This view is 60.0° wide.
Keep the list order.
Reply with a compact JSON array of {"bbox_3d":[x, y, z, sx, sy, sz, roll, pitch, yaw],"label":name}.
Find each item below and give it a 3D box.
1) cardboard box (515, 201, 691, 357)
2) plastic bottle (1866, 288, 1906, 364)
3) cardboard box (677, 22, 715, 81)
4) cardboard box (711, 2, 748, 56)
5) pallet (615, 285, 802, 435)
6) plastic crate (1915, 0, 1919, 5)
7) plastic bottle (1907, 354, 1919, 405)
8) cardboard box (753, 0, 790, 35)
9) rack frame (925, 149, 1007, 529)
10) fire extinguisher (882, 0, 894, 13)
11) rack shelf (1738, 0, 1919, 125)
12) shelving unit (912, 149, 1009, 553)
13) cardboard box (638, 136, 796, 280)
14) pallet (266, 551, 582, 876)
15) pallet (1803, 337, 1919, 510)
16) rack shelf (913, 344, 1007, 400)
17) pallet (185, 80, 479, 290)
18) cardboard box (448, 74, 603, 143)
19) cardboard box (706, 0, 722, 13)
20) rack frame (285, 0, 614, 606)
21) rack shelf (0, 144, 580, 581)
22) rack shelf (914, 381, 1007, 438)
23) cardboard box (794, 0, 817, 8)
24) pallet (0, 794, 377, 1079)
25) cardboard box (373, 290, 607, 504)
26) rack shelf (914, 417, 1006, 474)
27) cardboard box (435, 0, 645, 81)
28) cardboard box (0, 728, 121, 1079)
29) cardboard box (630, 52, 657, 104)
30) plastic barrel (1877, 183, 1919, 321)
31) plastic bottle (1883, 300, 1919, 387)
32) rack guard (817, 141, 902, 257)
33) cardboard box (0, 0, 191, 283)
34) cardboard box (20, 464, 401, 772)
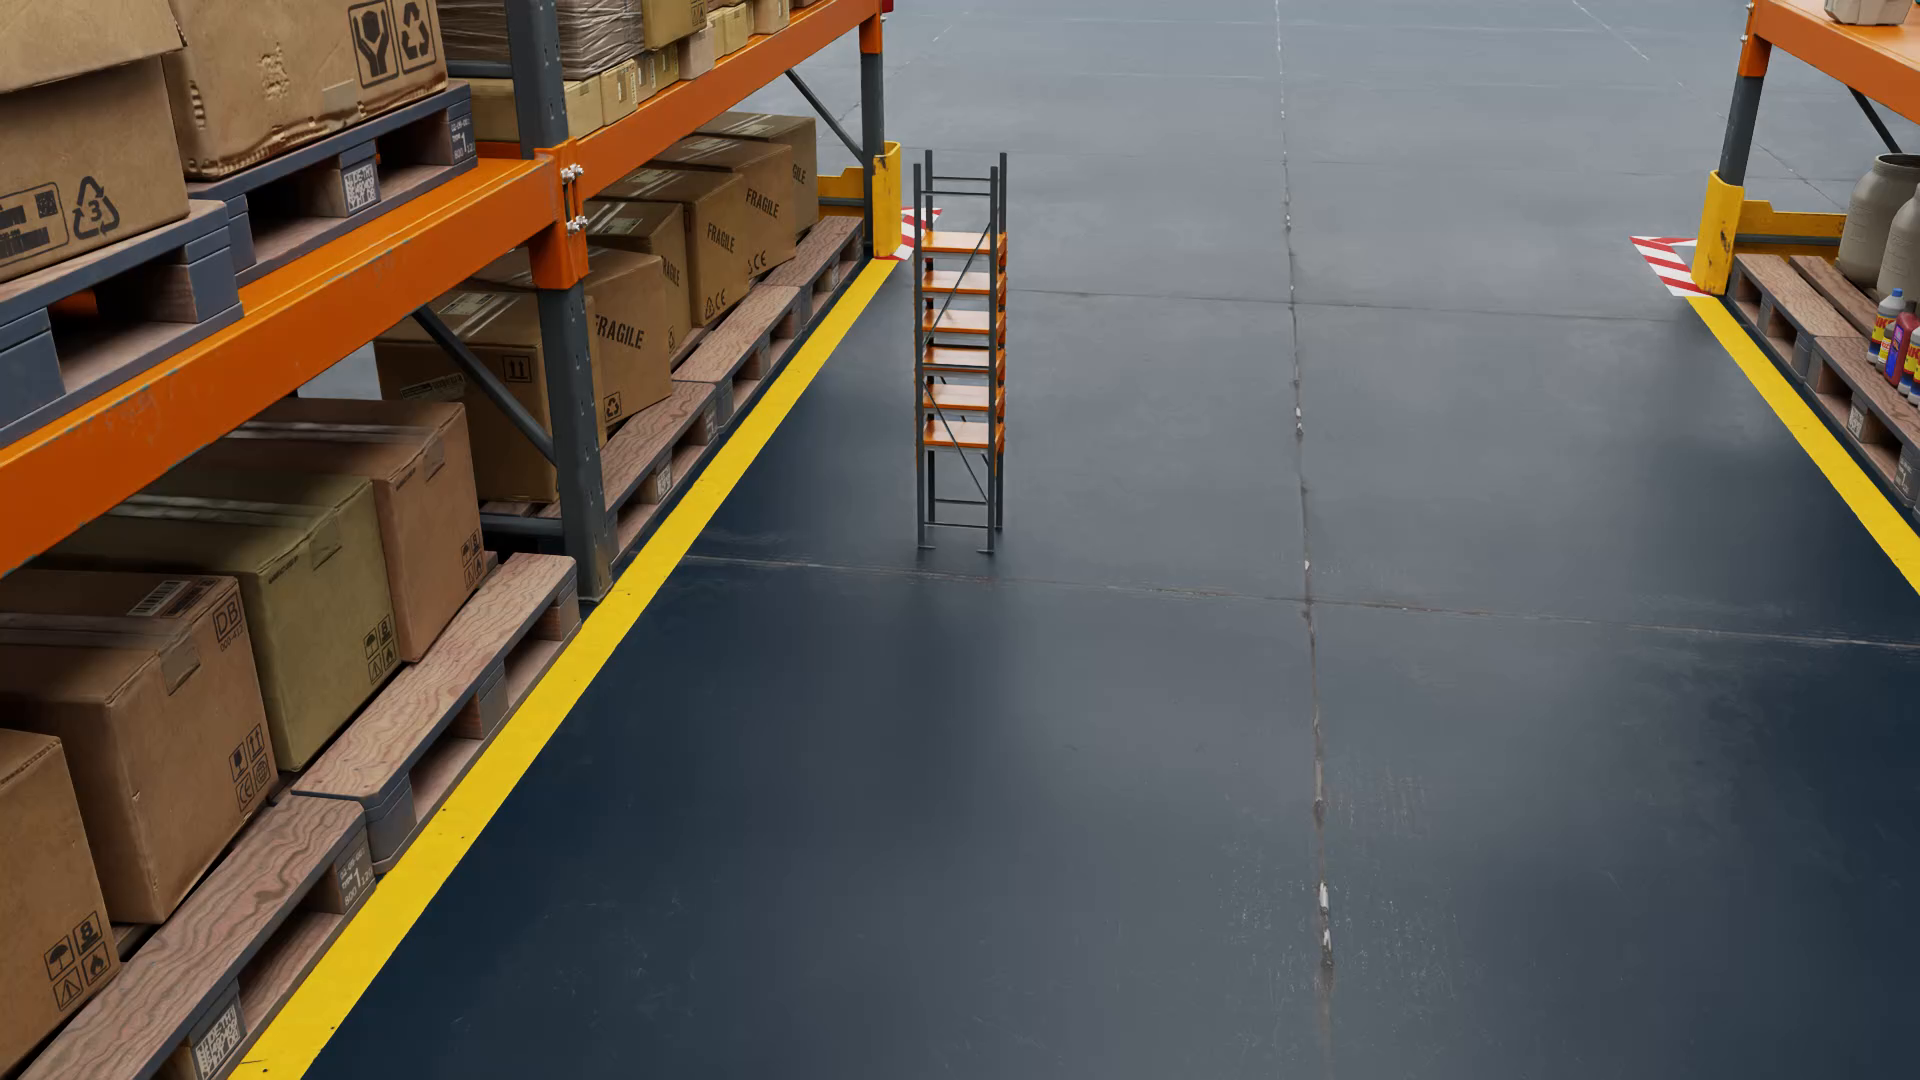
[{"bbox_3d":[-1.319,-0.956,6.208,0.500,0.500,0.500,2,25,4],"label":"cardboard box"},{"bbox_3d":[3.402,-0.785,6.088,0.097,0.271,0.097,0,25,0],"label":"plastic bottle"},{"bbox_3d":[-1.022,-1.601,5.428,0.380,0.149,0.250,4,25,9],"label":"cardboard box"},{"bbox_3d":[-0.970,-1.812,5.879,0.380,0.149,0.250,4,25,9],"label":"cardboard box"},{"bbox_3d":[-1.262,-0.760,6.626,1.003,0.211,1.213,4,25,9],"label":"pallet"},{"bbox_3d":[4.219,-2.261,6.717,0.499,0.251,0.616,4,25,9],"label":"plastic crate"},{"bbox_3d":[3.330,-0.600,5.692,0.097,0.271,0.097,0,25,0],"label":"plastic bottle"},{"bbox_3d":[-0.865,-2.019,6.322,0.380,0.149,0.250,4,25,9],"label":"cardboard box"},{"bbox_3d":[0.017,-0.588,5.090,0.240,1.200,0.006,4,25,9],"label":"rack frame"},{"bbox_3d":[-0.407,-2.882,7.960,0.296,0.674,0.183,4,25,9],"label":"fire extinguisher"},{"bbox_3d":[3.679,-1.396,5.542,1.077,0.370,4.000,4,25,9],"label":"rack shelf"},{"bbox_3d":[0.002,-0.549,5.009,0.258,1.200,0.189,4,25,9],"label":"shelving unit"},{"bbox_3d":[-1.063,-1.447,7.256,0.500,0.500,0.500,11,27,22],"label":"cardboard box"},{"bbox_3d":[-1.660,0.360,4.231,1.003,0.211,1.213,4,25,9],"label":"pallet"},{"bbox_3d":[3.700,-0.412,5.881,1.003,0.211,1.213,4,25,9],"label":"pallet"},{"bbox_3d":[0.002,-0.509,5.027,0.258,0.103,0.180,4,25,9],"label":"rack shelf"},{"bbox_3d":[-1.802,-0.832,3.715,1.003,0.211,1.213,4,25,9],"label":"pallet"},{"bbox_3d":[-1.202,-1.184,4.537,0.380,0.149,0.250,4,25,9],"label":"cardboard box"},{"bbox_3d":[-1.301,-2.015,5.548,0.875,0.500,0.500,4,25,9],"label":"cardboard box"},{"bbox_3d":[-1.534,-1.228,4.336,1.000,3.000,0.127,4,25,9],"label":"rack frame"},{"bbox_3d":[-1.861,-0.066,2.701,1.077,0.370,4.000,4,25,9],"label":"rack shelf"},{"bbox_3d":[0.002,-0.401,5.078,0.258,0.103,0.180,4,25,9],"label":"rack shelf"},{"bbox_3d":[-0.811,-2.338,7.003,0.380,0.149,0.250,4,25,9],"label":"cardboard box"},{"bbox_3d":[-1.857,0.872,3.138,1.003,0.211,1.213,4,25,9],"label":"pallet"},{"bbox_3d":[-1.429,-0.451,5.128,0.500,0.500,0.500,3,25,7],"label":"cardboard box"},{"bbox_3d":[0.002,-0.292,5.129,0.258,0.103,0.180,4,25,9],"label":"rack shelf"},{"bbox_3d":[-1.399,-1.592,4.645,0.875,0.500,0.500,4,25,9],"label":"cardboard box"},{"bbox_3d":[-1.934,0.625,2.805,0.700,0.500,0.500,6,26,13],"label":"cardboard box"},{"bbox_3d":[-1.135,-1.394,4.986,0.380,0.149,0.250,4,25,9],"label":"cardboard box"},{"bbox_3d":[3.892,-1.131,6.568,0.421,0.512,0.421,0,25,0],"label":"plastic barrel"},{"bbox_3d":[3.347,-0.697,5.886,0.061,0.283,0.133,4,25,9],"label":"plastic bottle"},{"bbox_3d":[-0.893,-1.737,8.372,1.175,0.500,0.348,4,25,9],"label":"rack guard"},{"bbox_3d":[-1.726,-0.734,2.662,0.797,0.503,0.637,7,26,14],"label":"cardboard box"},{"bbox_3d":[-1.752,0.158,3.804,0.700,0.500,0.500,4,25,8],"label":"cardboard box"}]
